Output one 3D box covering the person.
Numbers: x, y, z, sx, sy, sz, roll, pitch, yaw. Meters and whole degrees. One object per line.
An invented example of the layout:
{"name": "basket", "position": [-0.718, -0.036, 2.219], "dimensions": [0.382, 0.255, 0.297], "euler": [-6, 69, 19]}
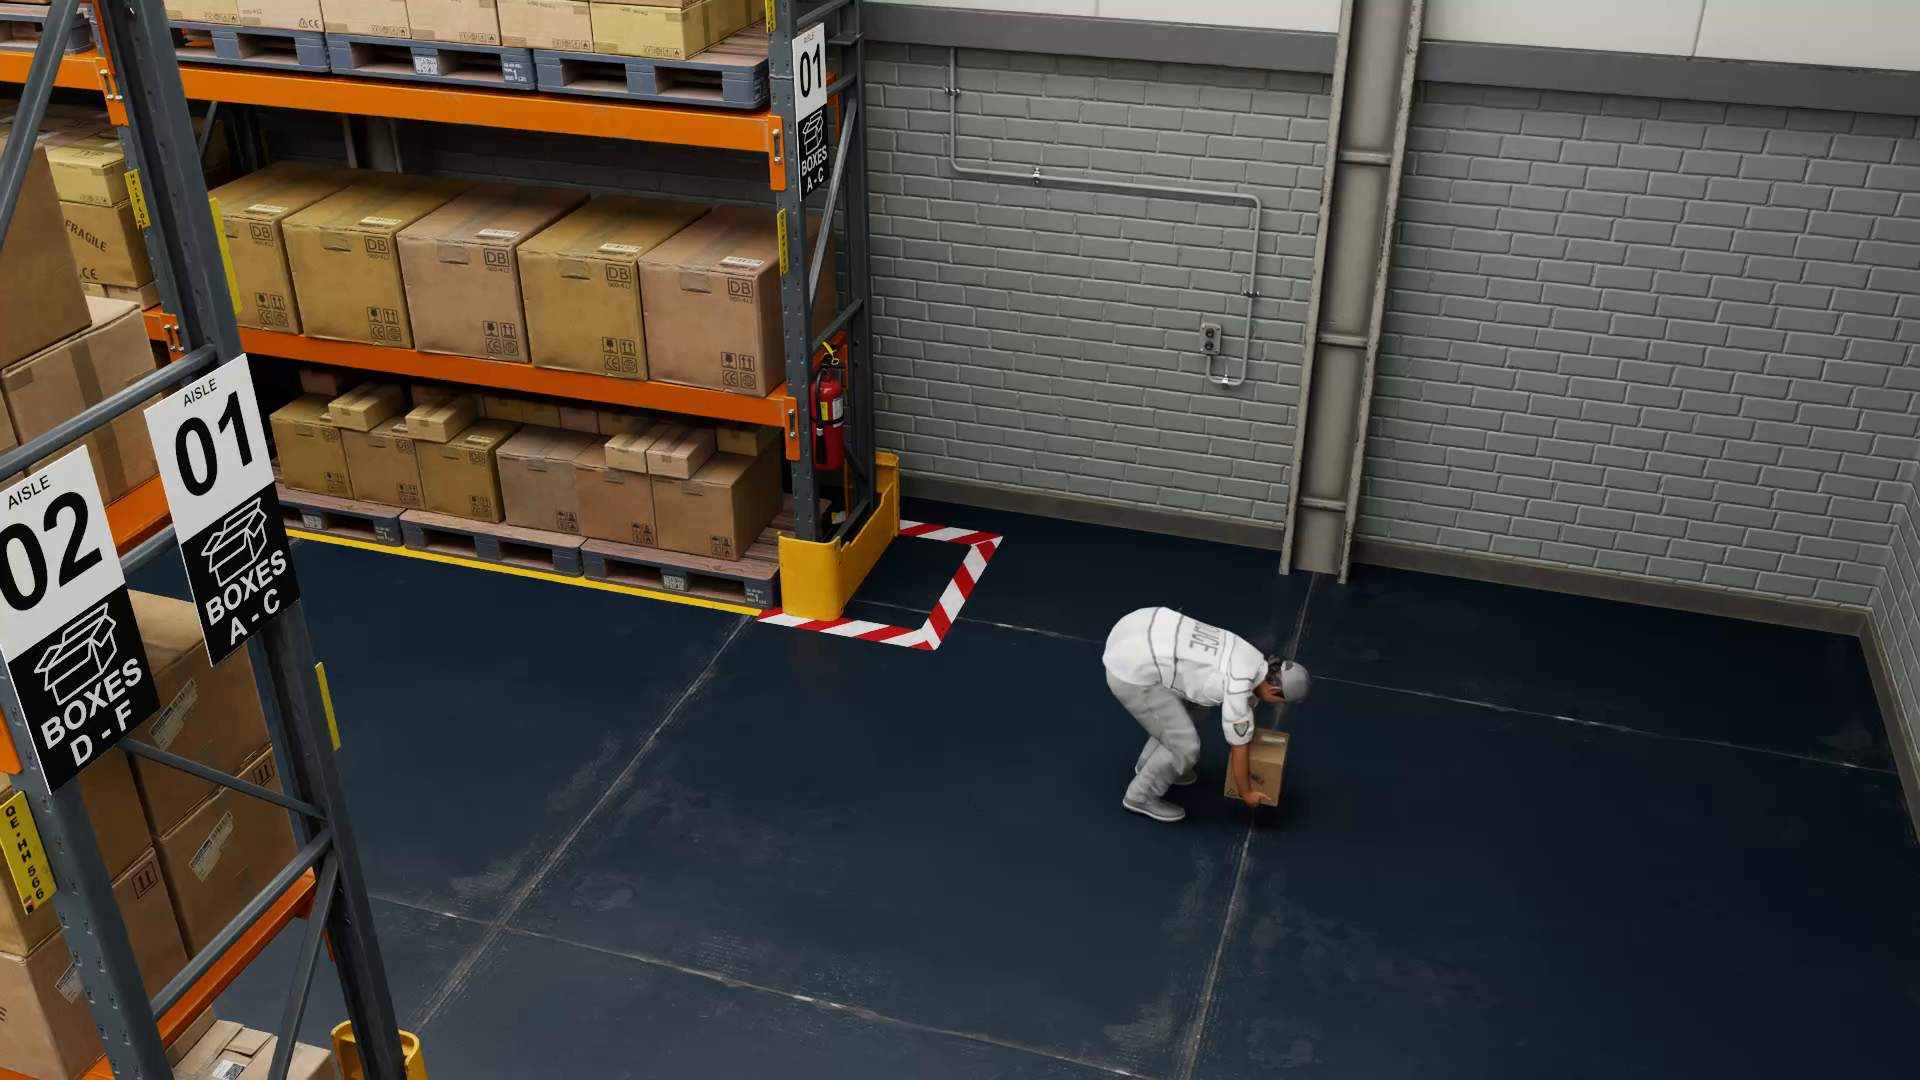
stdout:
{"name": "person", "position": [1.128, 0.819, 7.734], "dimensions": [0.945, 0.990, 0.503], "euler": [7, 30, 13]}
